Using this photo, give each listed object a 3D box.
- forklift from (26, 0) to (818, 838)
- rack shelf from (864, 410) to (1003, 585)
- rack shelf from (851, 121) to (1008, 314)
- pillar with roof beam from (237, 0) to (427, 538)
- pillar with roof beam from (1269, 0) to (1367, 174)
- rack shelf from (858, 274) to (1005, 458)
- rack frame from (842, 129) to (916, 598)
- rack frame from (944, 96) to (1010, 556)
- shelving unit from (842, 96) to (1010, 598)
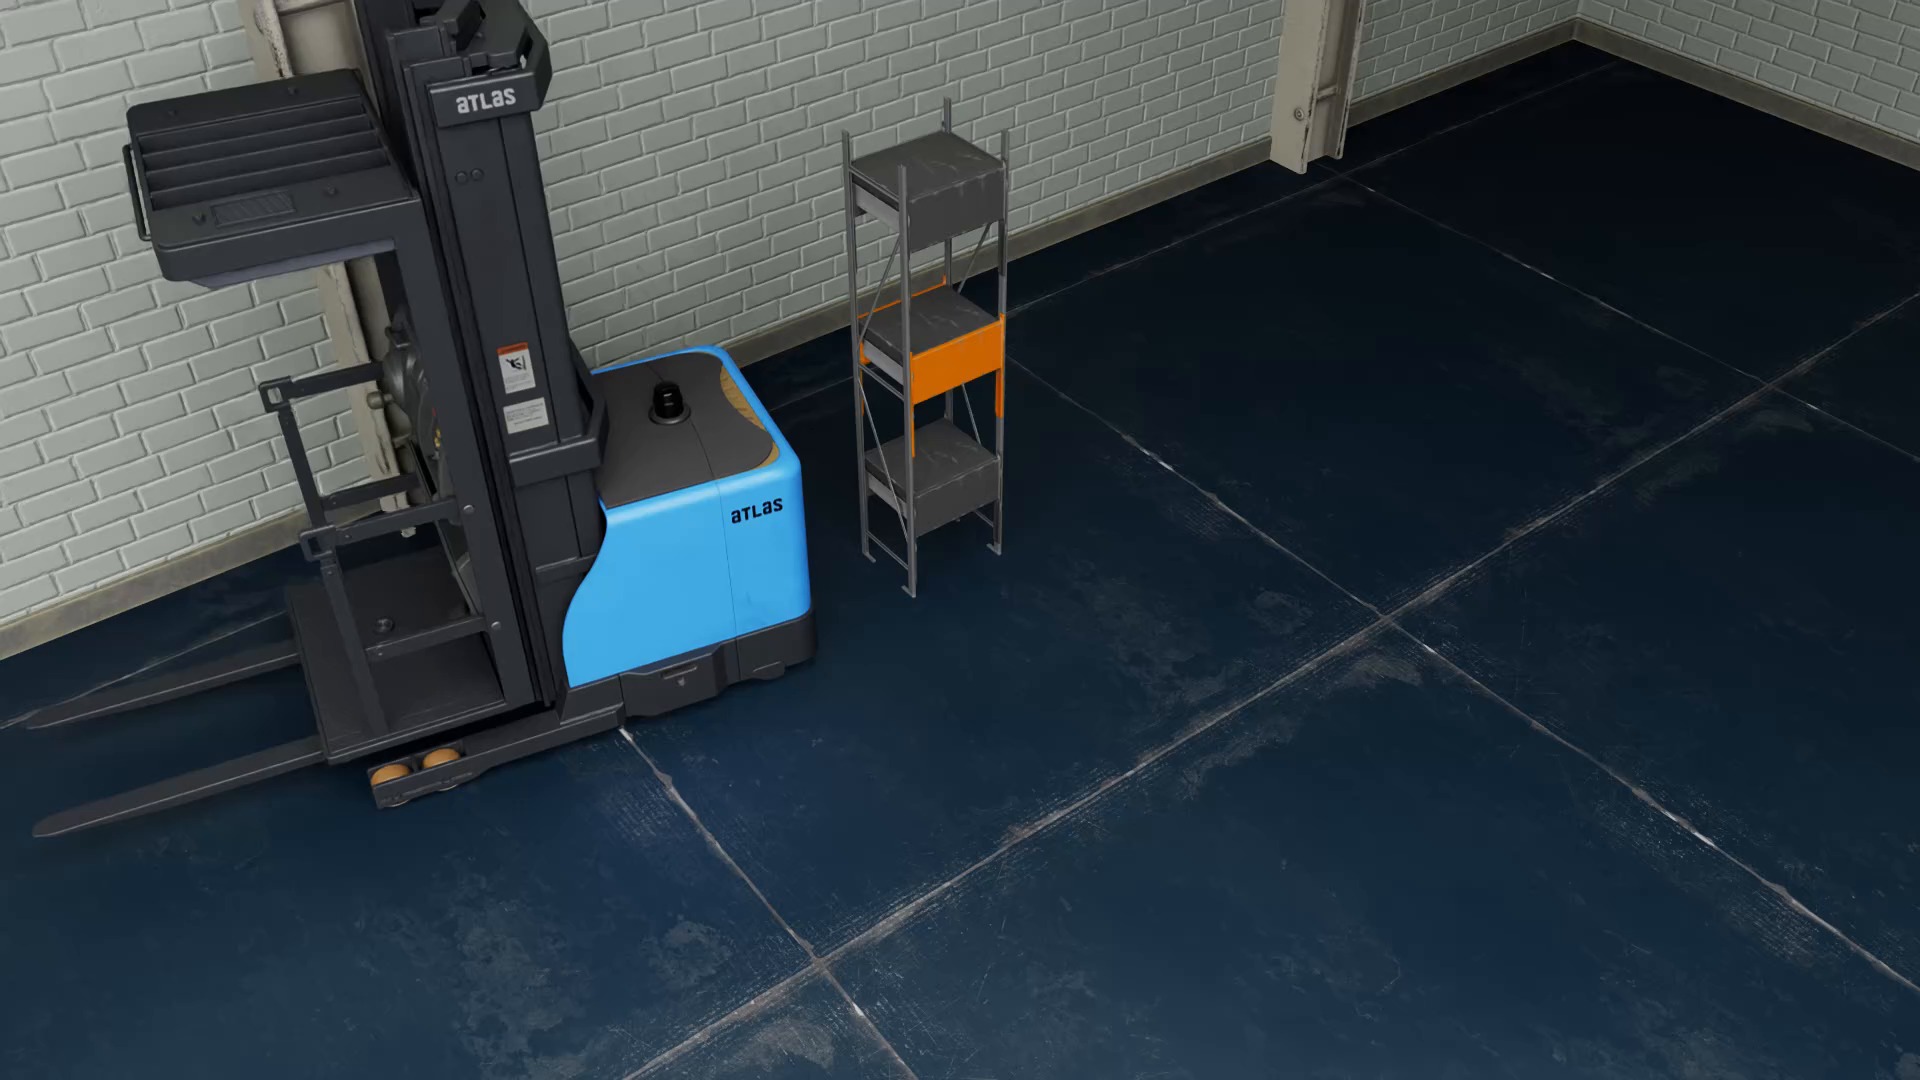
[{"bbox_3d":[-2.164,-0.478,6.022,3.031,2.935,1.130,-17,42,-19],"label":"forklift"},{"bbox_3d":[-0.131,-0.196,7.459,0.480,0.518,0.431,-26,46,-28],"label":"rack shelf"},{"bbox_3d":[-0.131,-1.278,6.571,0.480,0.518,0.431,-26,46,-28],"label":"rack shelf"},{"bbox_3d":[0.097,-1.477,2.455,0.400,9.000,9.100,-26,46,-28],"label":"pillar with roof beam"},{"bbox_3d":[4.855,-3.796,5.282,0.400,9.000,9.100,-26,46,-28],"label":"pillar with roof beam"},{"bbox_3d":[-0.131,-0.737,7.015,0.480,0.518,0.431,-26,46,-28],"label":"rack shelf"},{"bbox_3d":[-0.325,-0.654,6.891,0.015,2.100,0.400,-26,46,-28],"label":"rack frame"},{"bbox_3d":[0.062,-0.842,7.121,0.015,2.100,0.400,-26,46,-28],"label":"rack frame"},{"bbox_3d":[-0.131,-0.748,7.006,0.503,2.100,0.431,-26,46,-28],"label":"shelving unit"}]
